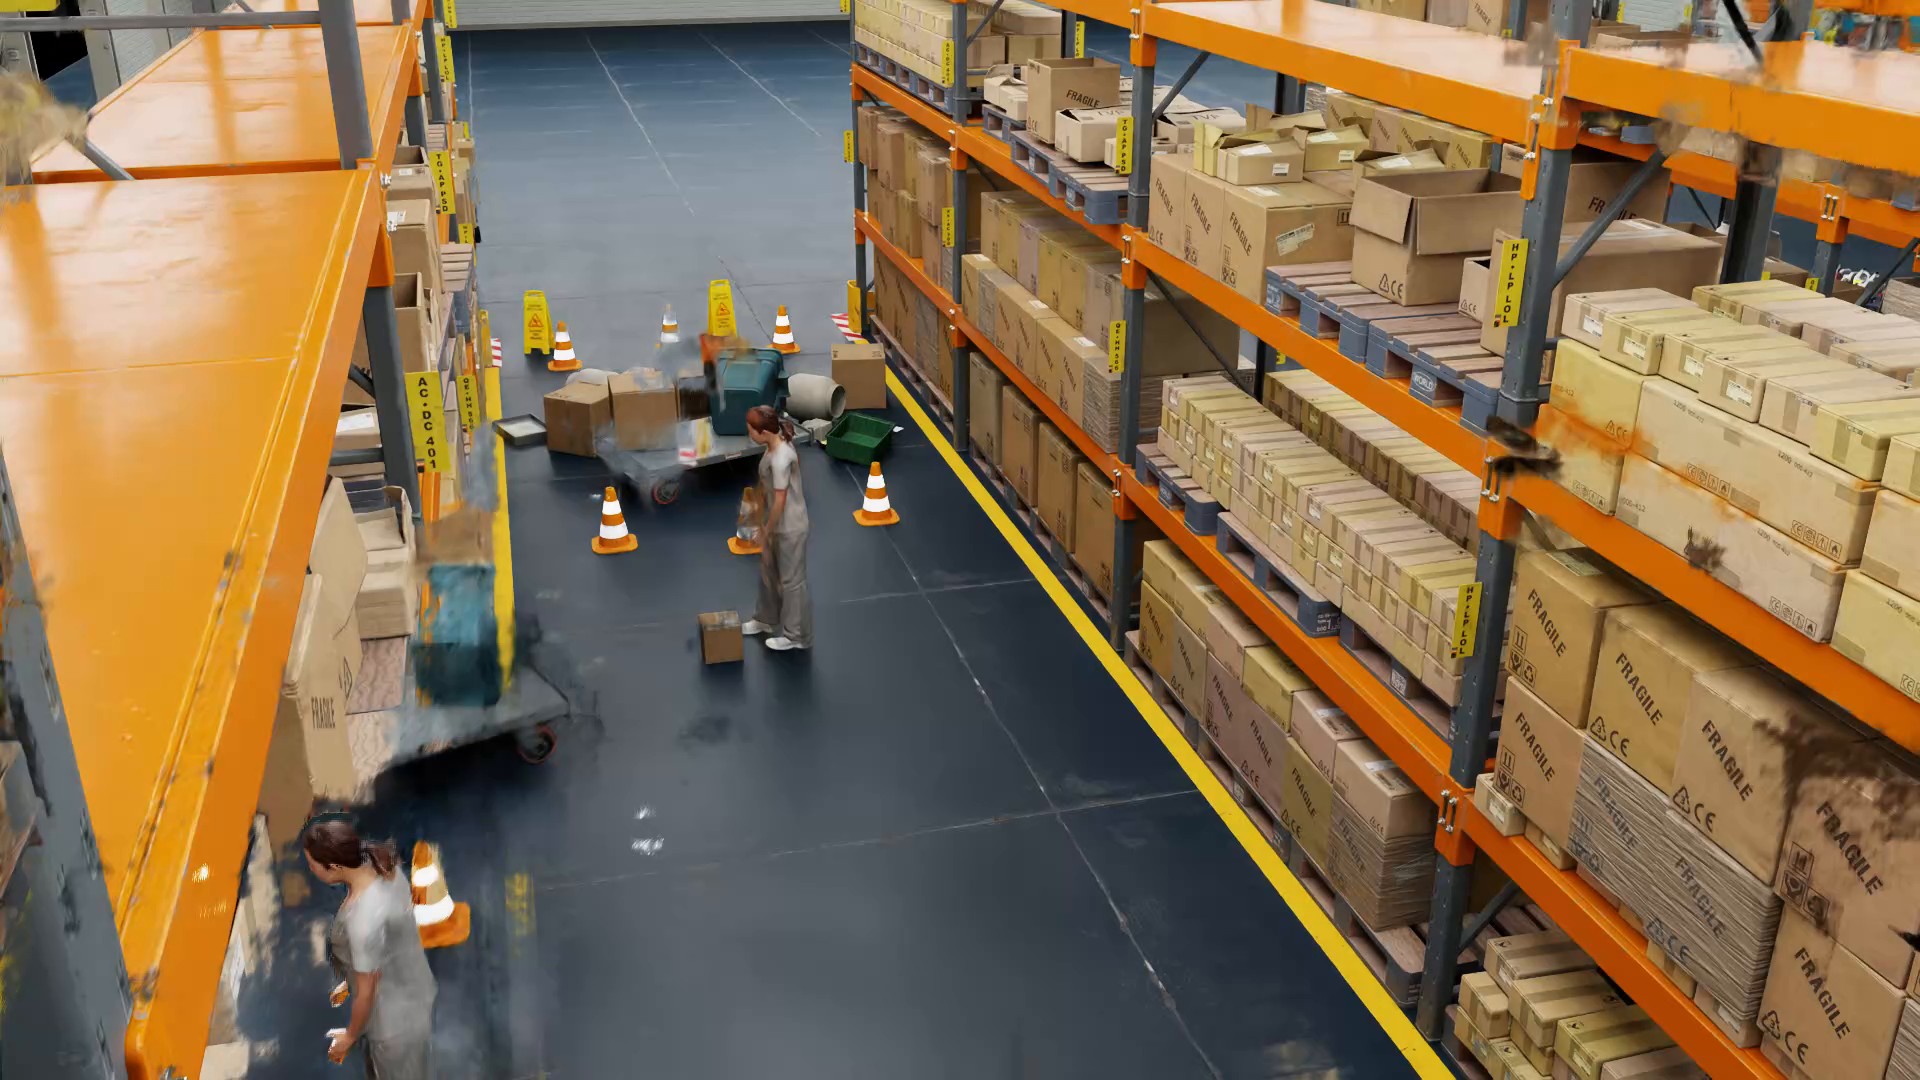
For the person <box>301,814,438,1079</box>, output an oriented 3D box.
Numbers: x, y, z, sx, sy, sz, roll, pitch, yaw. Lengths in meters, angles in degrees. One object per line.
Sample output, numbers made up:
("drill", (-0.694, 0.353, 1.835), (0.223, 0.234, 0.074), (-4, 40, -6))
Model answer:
("person", (-1.232, -0.086, 10.771), (0.522, 1.678, 0.500), (-4, 23, -9))
